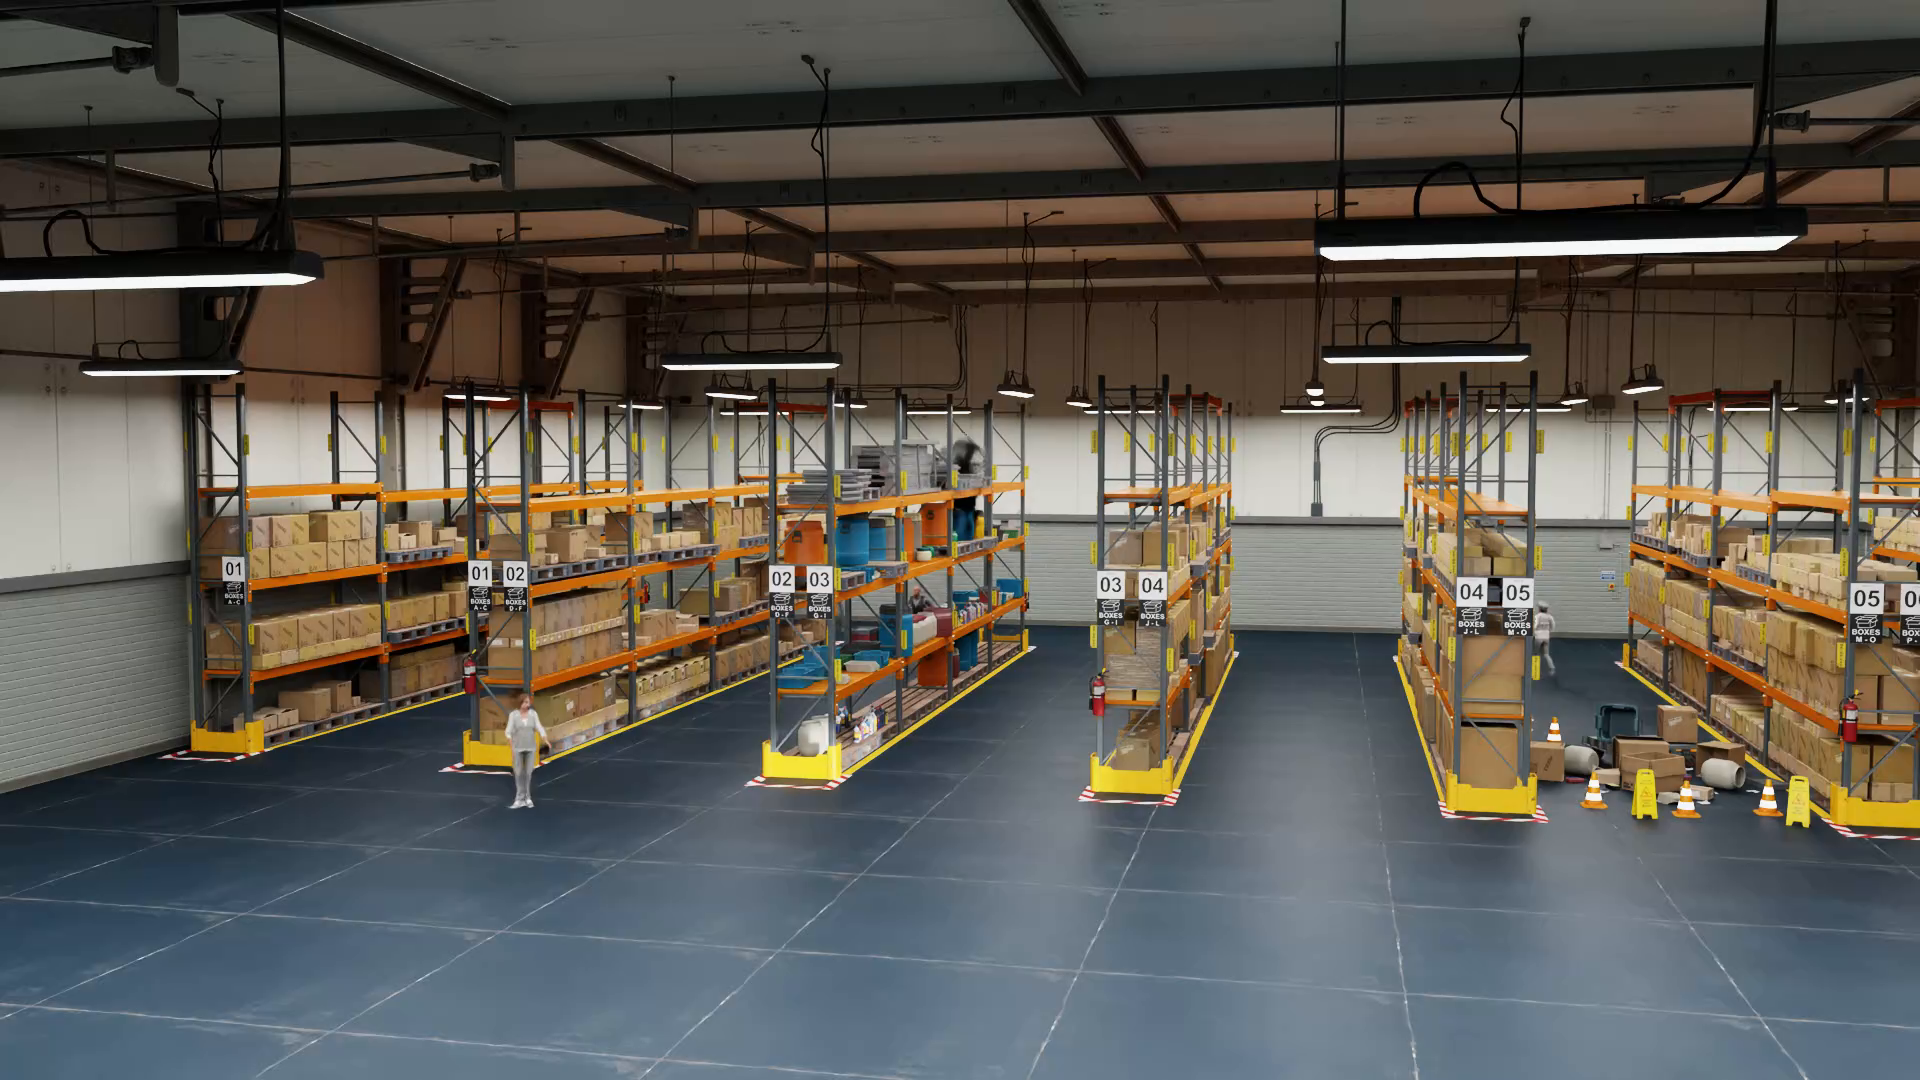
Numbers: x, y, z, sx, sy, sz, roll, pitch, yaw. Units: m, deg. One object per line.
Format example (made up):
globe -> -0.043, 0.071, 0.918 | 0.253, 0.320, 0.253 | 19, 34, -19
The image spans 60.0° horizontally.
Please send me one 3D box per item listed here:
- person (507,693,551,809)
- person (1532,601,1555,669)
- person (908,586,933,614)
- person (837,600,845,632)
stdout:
person -> -5.949, 2.913, 22.900 | 0.531, 1.606, 0.543 | -2, 4, -28
person -> 12.427, 2.102, 35.453 | 0.607, 1.612, 0.669 | 0, 3, -4
person -> -0.987, 1.903, 38.668 | 0.615, 1.684, 0.814 | 1, 3, 18
person -> -3.313, 1.702, 44.627 | 0.535, 1.480, 0.888 | -2, 4, -29
